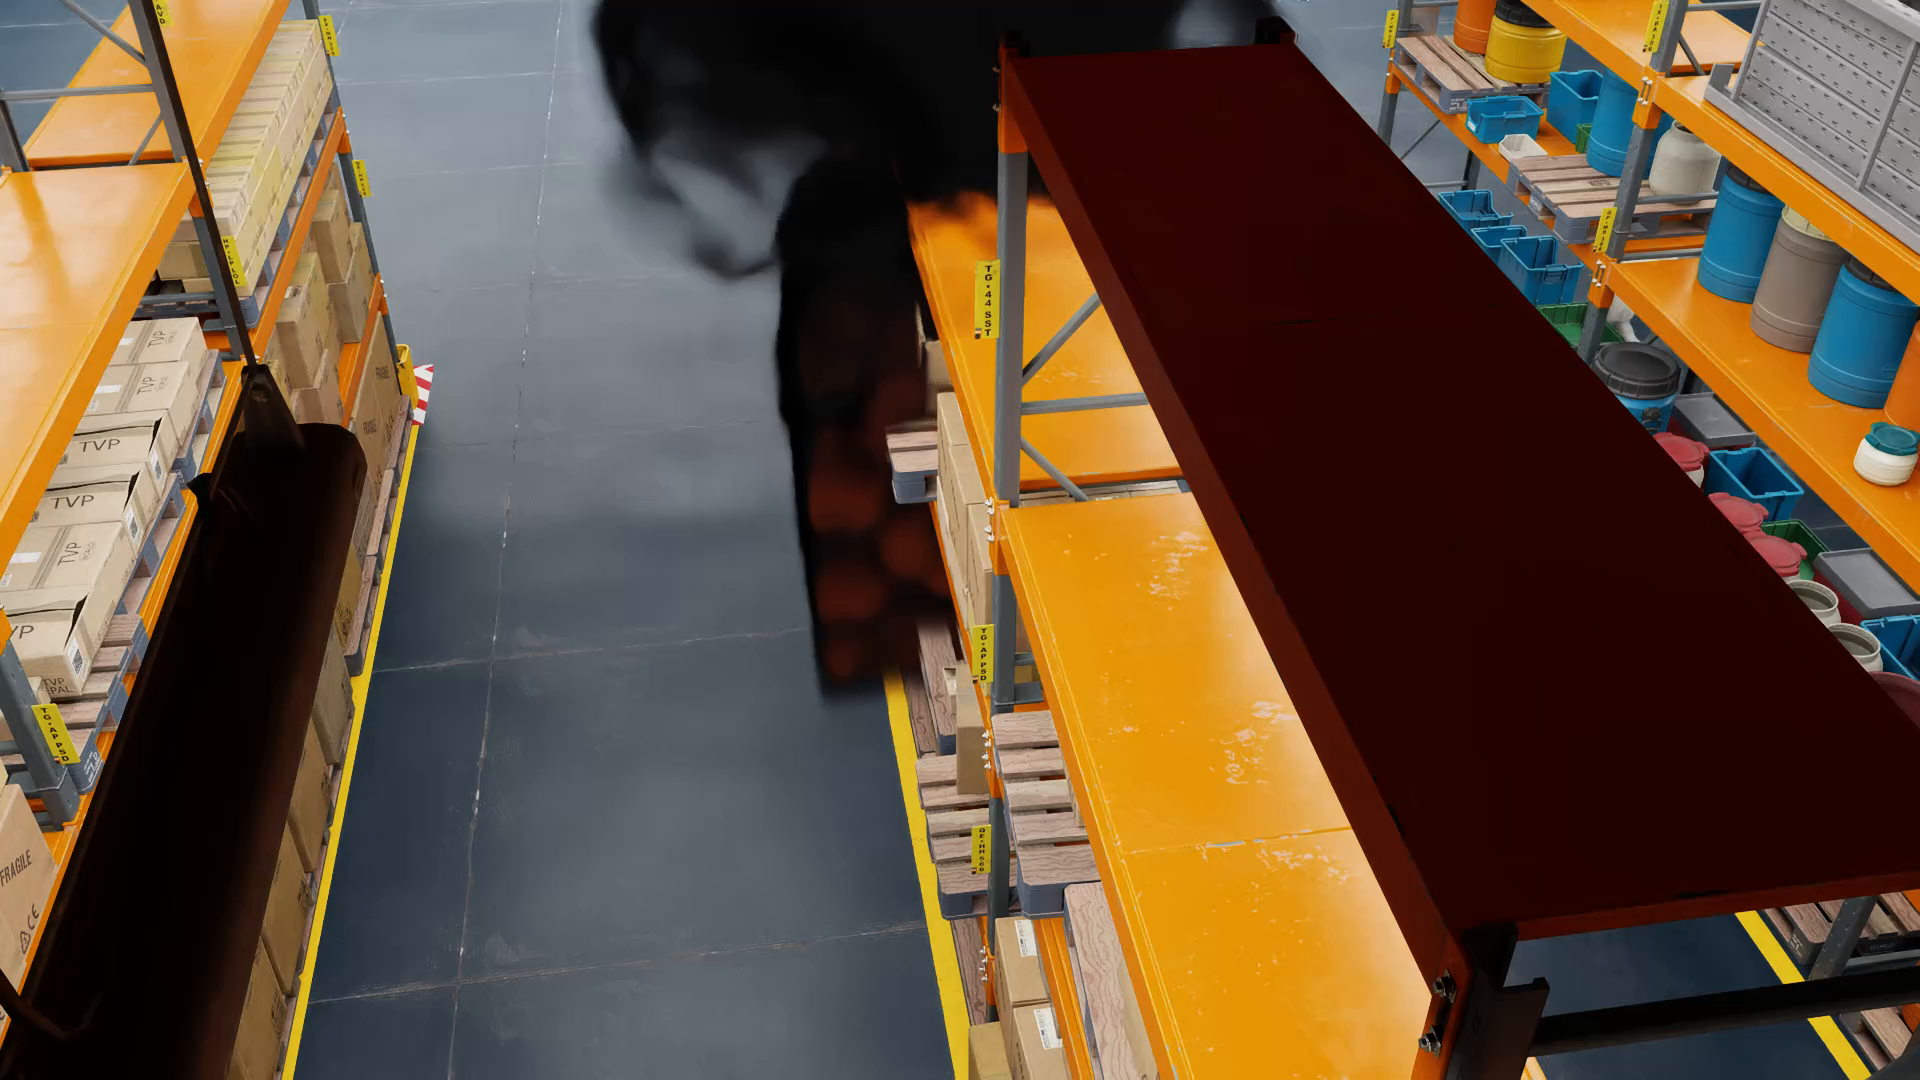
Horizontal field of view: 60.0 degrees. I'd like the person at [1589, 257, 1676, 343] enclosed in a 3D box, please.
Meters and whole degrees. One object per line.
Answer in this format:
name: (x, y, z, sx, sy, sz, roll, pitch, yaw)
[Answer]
person: (5.991, -2.178, 15.036, 0.752, 1.656, 0.631, -5, 37, -7)
